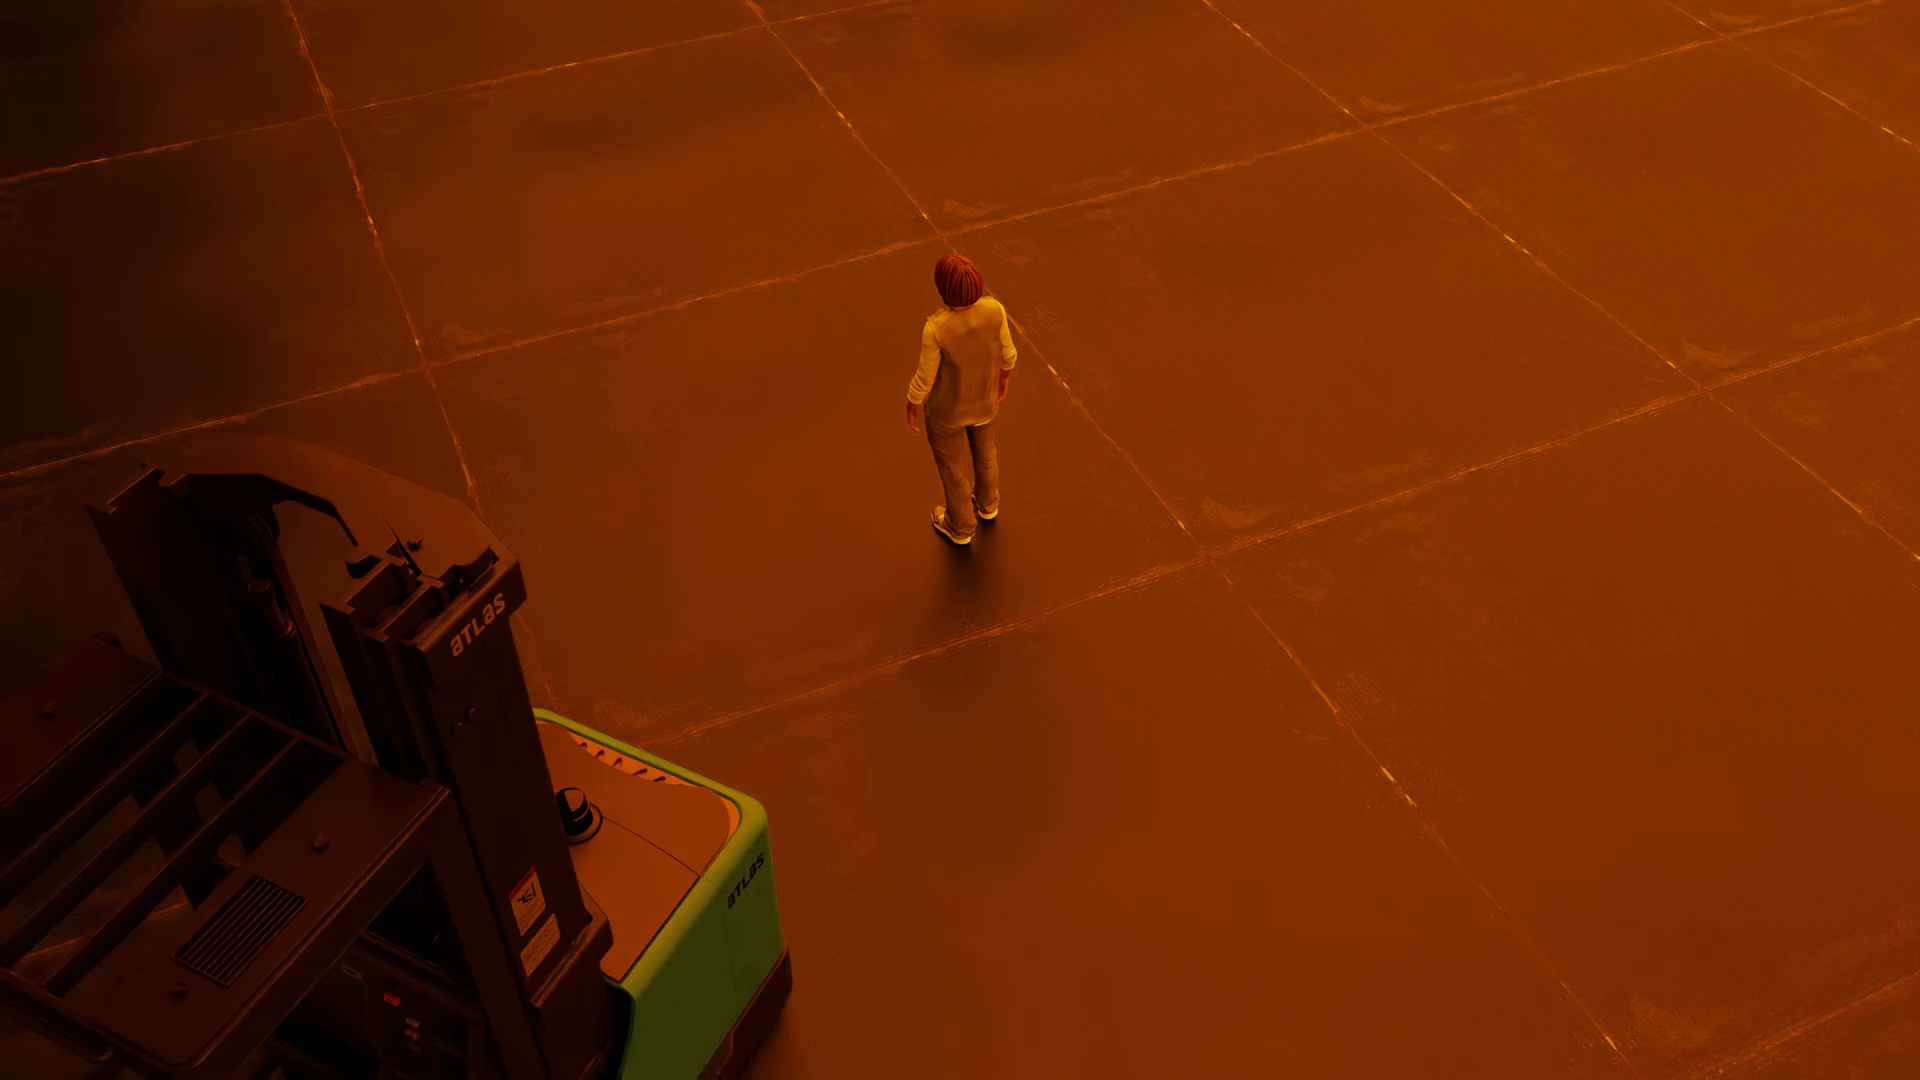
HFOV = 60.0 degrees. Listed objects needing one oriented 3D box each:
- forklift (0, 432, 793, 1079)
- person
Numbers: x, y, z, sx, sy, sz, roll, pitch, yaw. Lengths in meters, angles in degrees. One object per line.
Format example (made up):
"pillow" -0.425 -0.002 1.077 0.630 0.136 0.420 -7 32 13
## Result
"forklift" -1.724 1.309 4.277 1.130 2.935 3.031 19 46 19
"person" -0.018 -0.639 7.332 0.521 1.596 0.475 -18 46 -18
